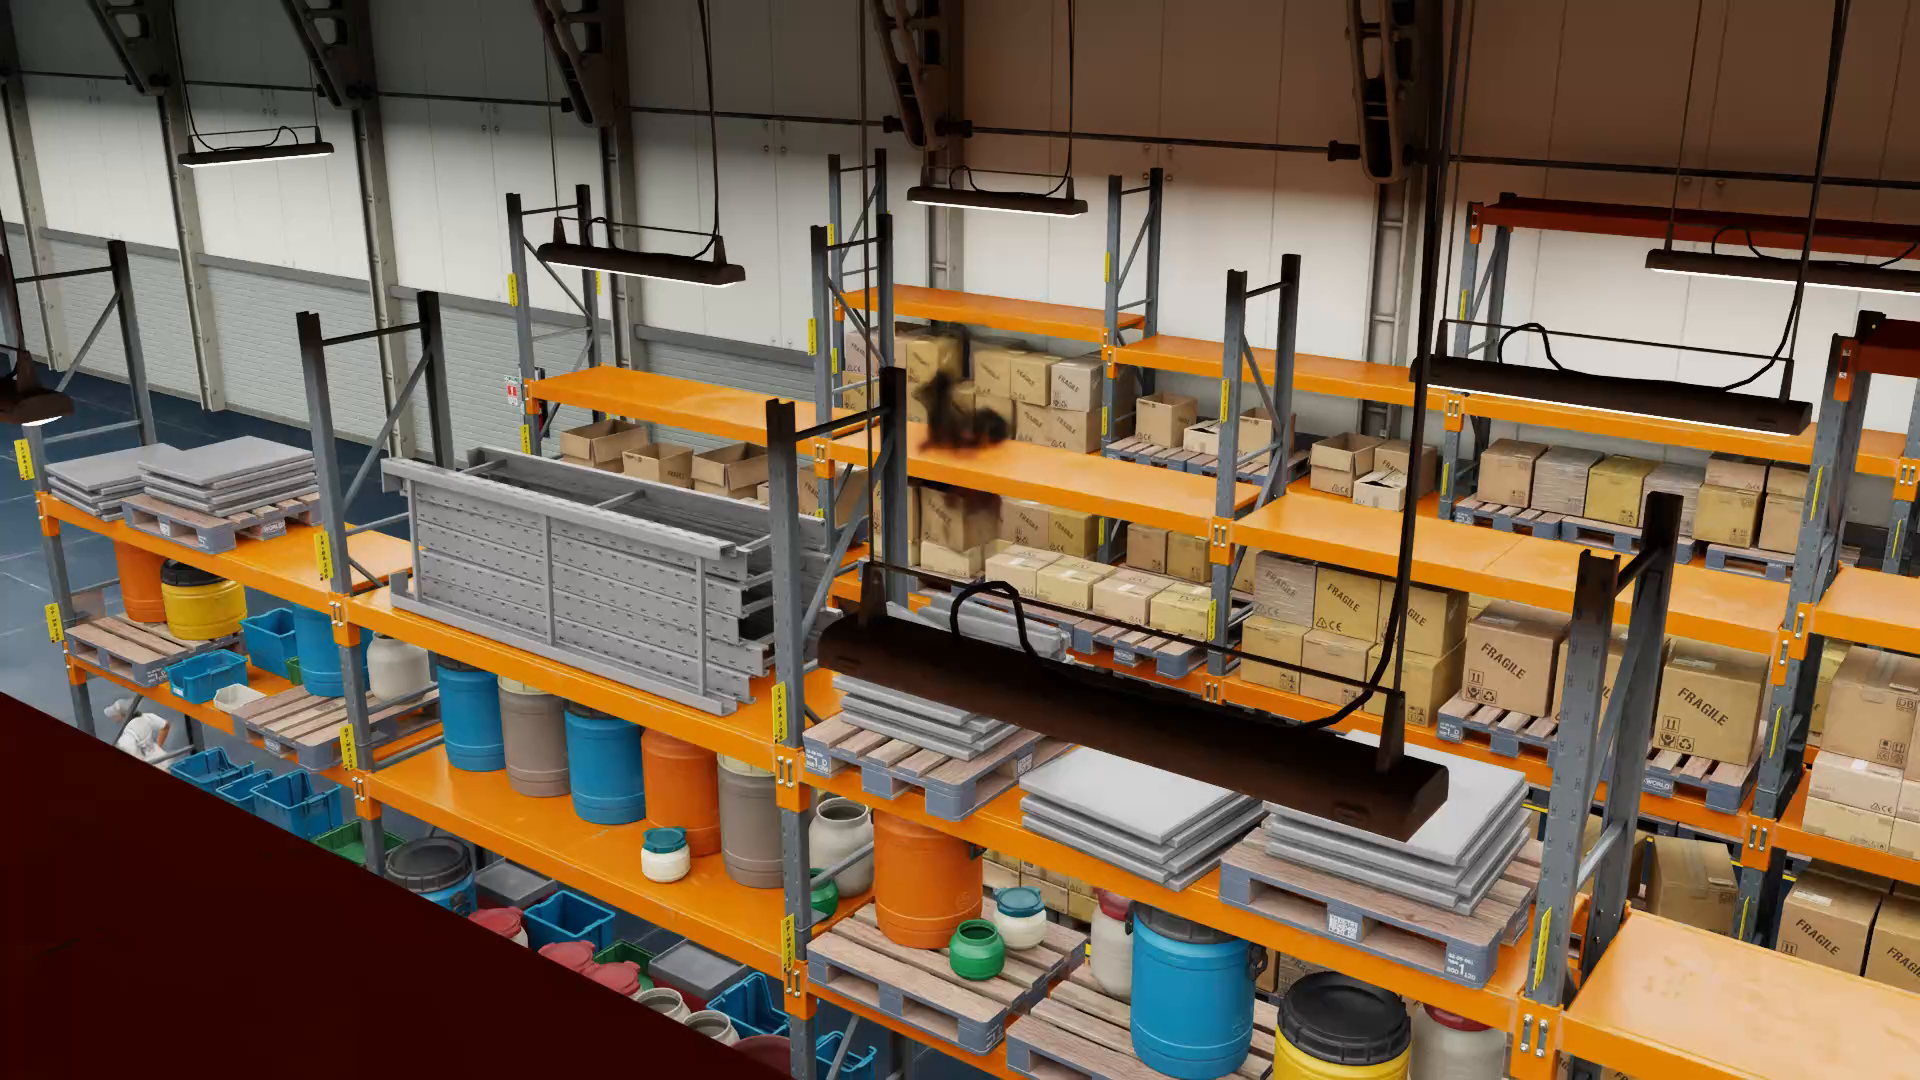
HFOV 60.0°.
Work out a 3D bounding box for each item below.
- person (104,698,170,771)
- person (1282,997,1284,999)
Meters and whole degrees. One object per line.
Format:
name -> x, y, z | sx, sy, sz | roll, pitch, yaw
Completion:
person -> -7.714, 2.258, 15.838 | 0.717, 1.694, 0.586 | -5, 19, -14
person -> 2.232, 3.764, 11.212 | 0.699, 1.751, 0.593 | 10, 21, 26
